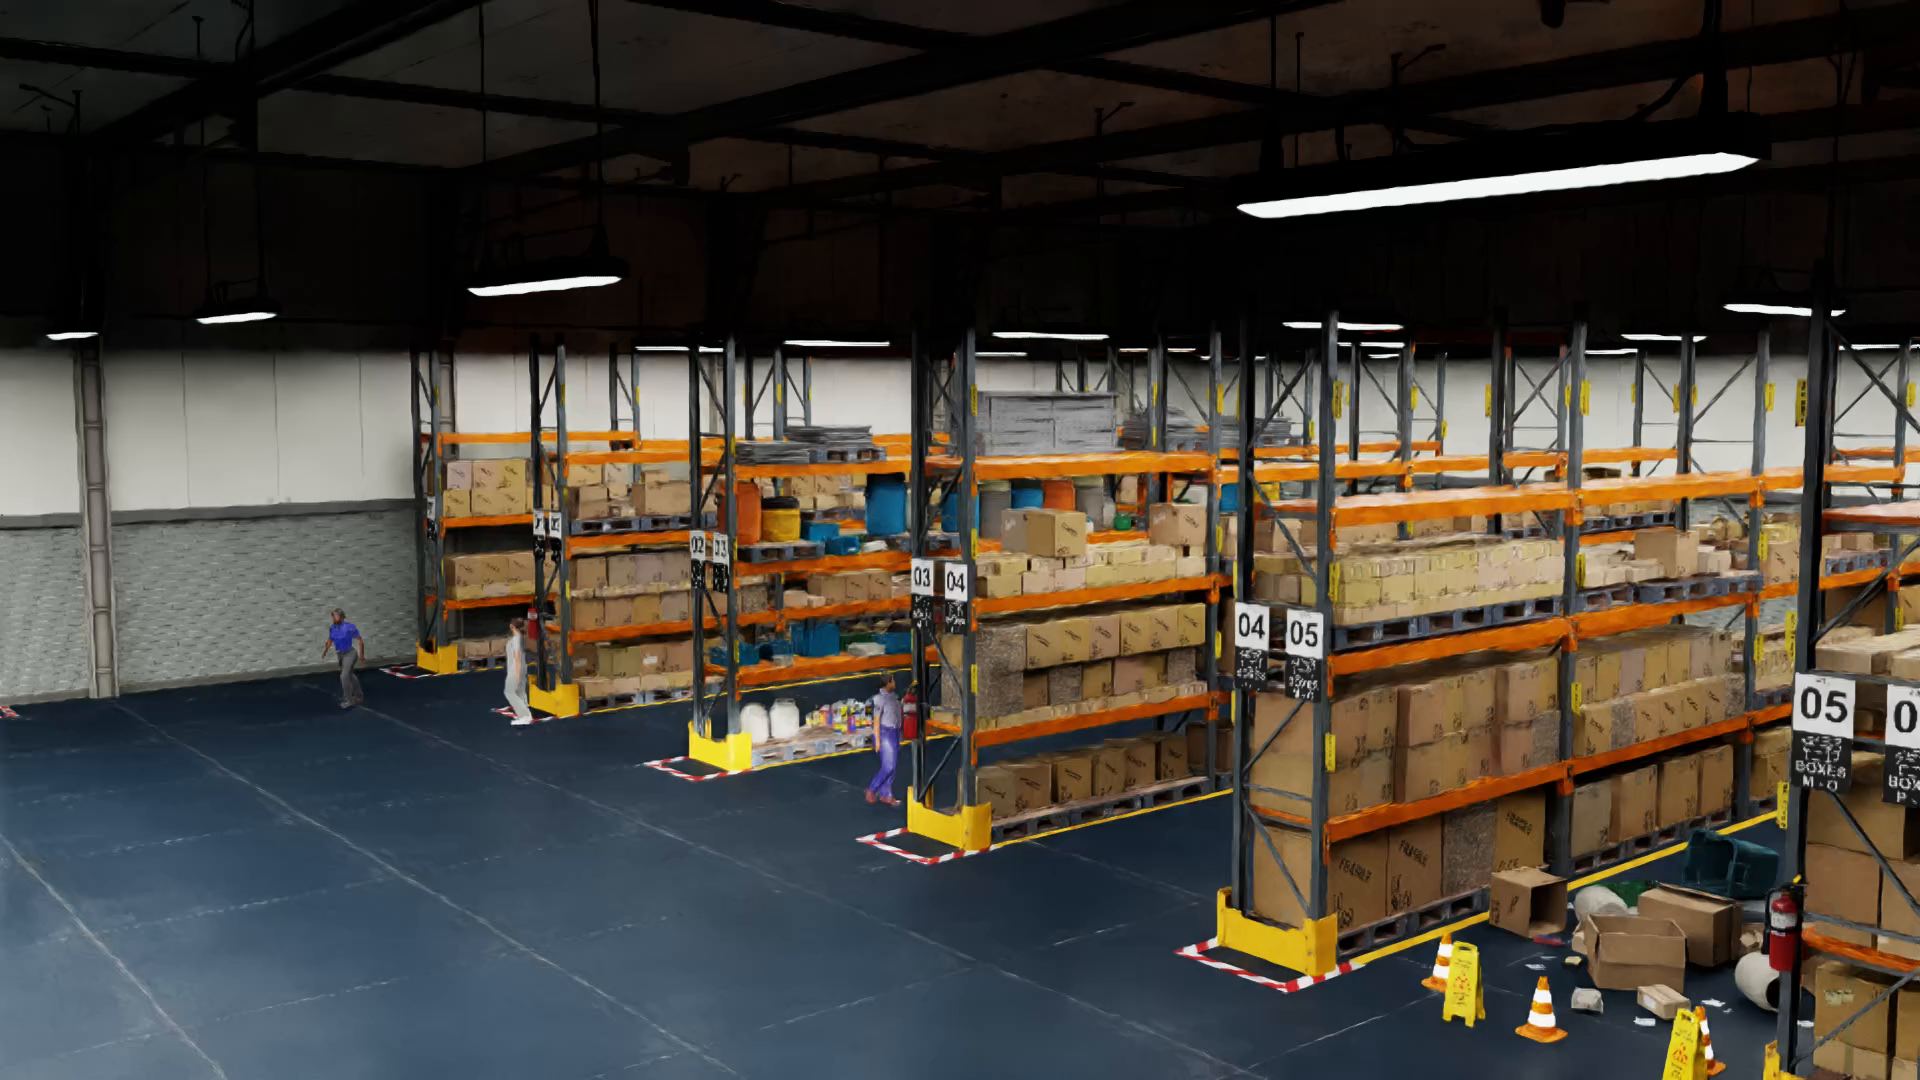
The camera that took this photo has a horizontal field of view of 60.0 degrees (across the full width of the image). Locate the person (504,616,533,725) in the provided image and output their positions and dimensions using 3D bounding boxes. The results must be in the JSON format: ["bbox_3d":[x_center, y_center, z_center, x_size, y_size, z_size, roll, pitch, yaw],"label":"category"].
[{"bbox_3d":[-6.710,1.995,25.319,0.443,1.656,0.592,0,5,4],"label":"person"}]

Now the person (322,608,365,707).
[{"bbox_3d":[-9.902,1.873,26.887,0.624,1.586,0.776,3,6,31],"label":"person"}]

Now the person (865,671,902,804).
[{"bbox_3d":[-0.934,2.448,20.544,0.437,1.645,0.539,2,6,20],"label":"person"}]

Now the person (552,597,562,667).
[{"bbox_3d":[-6.714,1.749,28.384,0.507,1.601,0.598,-5,7,-41],"label":"person"}]
